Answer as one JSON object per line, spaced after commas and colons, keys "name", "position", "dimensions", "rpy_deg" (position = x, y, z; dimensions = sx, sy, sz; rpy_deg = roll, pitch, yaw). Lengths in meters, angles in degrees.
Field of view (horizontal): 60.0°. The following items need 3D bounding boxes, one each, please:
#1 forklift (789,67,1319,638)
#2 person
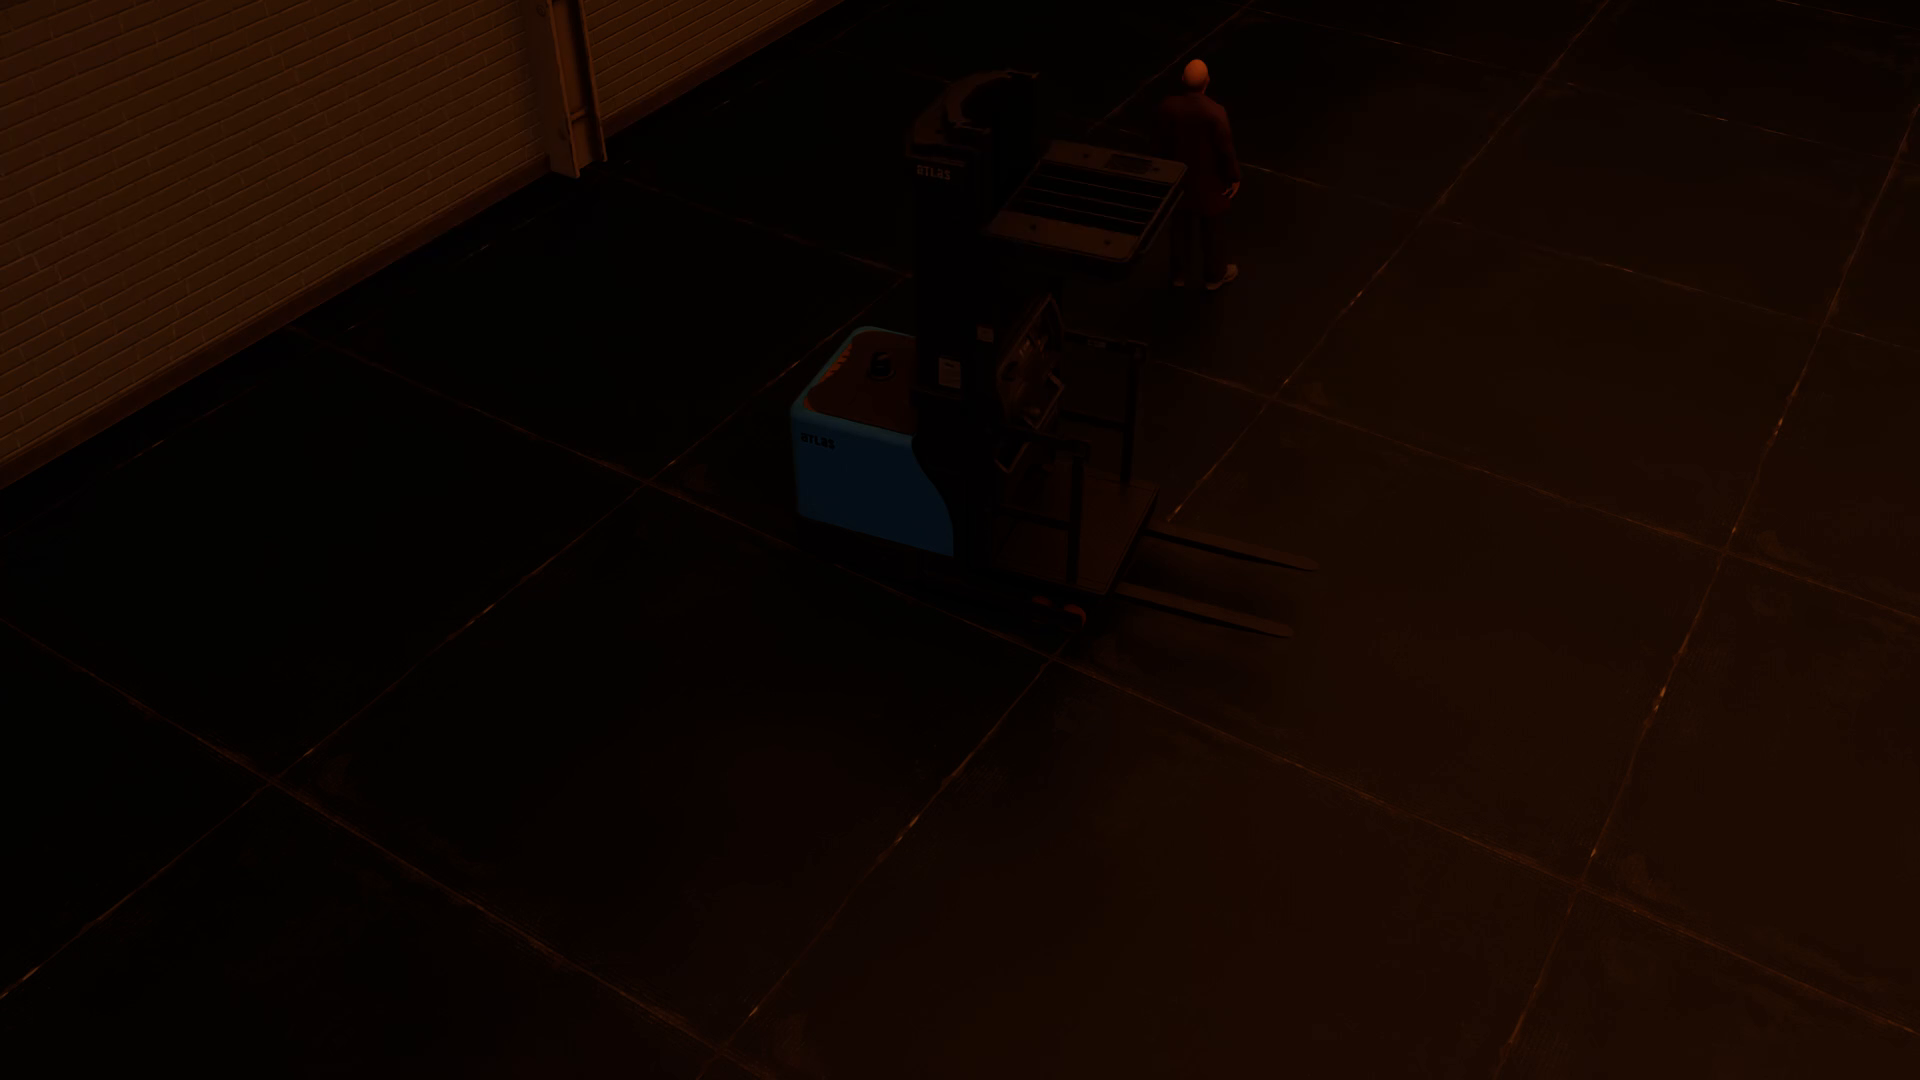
{"name": "forklift", "position": [0.572, -0.975, 9.117], "dimensions": [3.031, 2.935, 1.130], "rpy_deg": [15, 42, 17]}
{"name": "person", "position": [1.727, -2.651, 11.985], "dimensions": [0.690, 1.784, 0.559], "rpy_deg": [21, 45, 23]}
